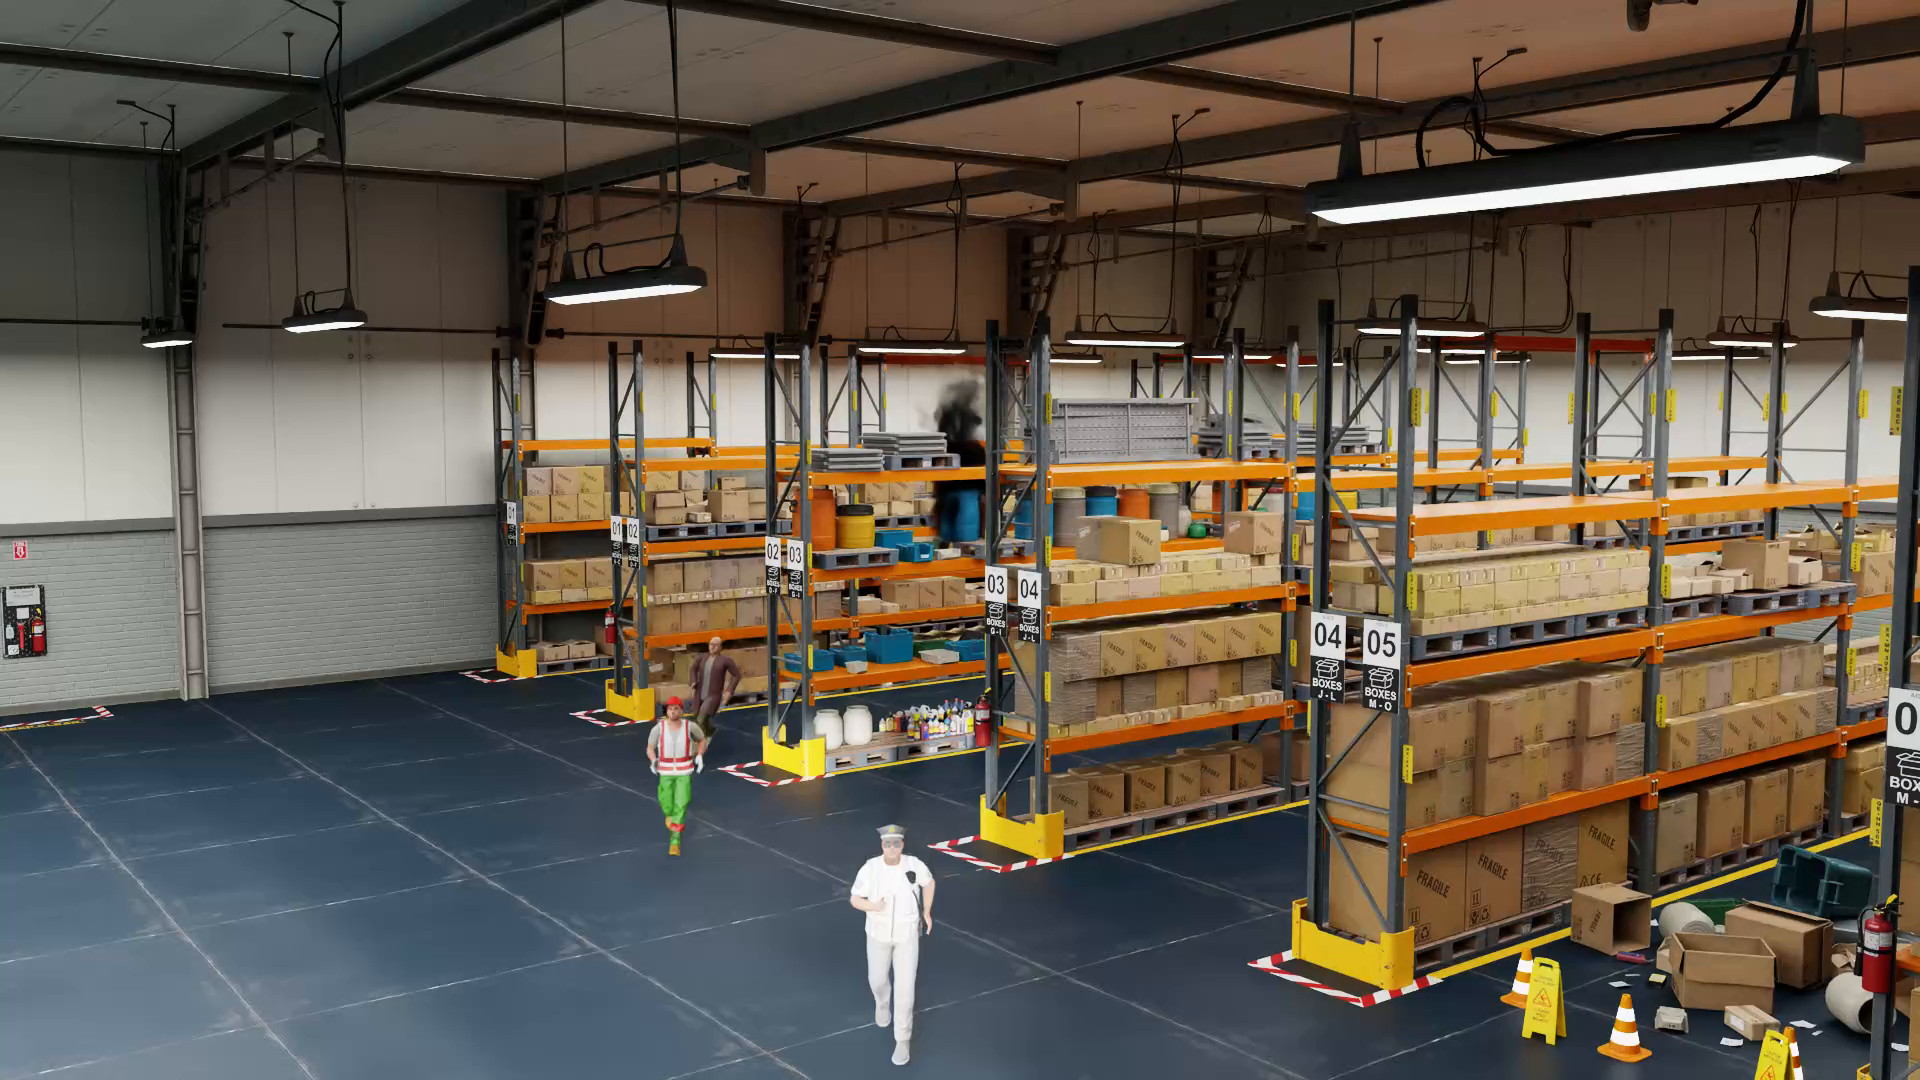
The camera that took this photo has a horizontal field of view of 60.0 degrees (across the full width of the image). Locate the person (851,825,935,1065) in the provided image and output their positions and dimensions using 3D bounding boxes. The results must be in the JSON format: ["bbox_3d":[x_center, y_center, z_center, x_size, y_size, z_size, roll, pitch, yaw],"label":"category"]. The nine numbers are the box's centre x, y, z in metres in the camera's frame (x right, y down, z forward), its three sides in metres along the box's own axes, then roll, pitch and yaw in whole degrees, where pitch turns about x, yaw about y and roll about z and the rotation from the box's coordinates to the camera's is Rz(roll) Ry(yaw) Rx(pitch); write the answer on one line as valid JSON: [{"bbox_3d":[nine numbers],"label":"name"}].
[{"bbox_3d":[-0.529,3.105,13.138,0.662,1.768,0.987,0,5,0],"label":"person"}]

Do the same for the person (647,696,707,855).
[{"bbox_3d":[-3.213,2.646,18.873,0.669,1.755,0.866,-1,5,-7],"label":"person"}]

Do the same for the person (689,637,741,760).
[{"bbox_3d":[-3.522,2.229,23.507,0.774,1.726,0.984,2,5,23],"label":"person"}]
